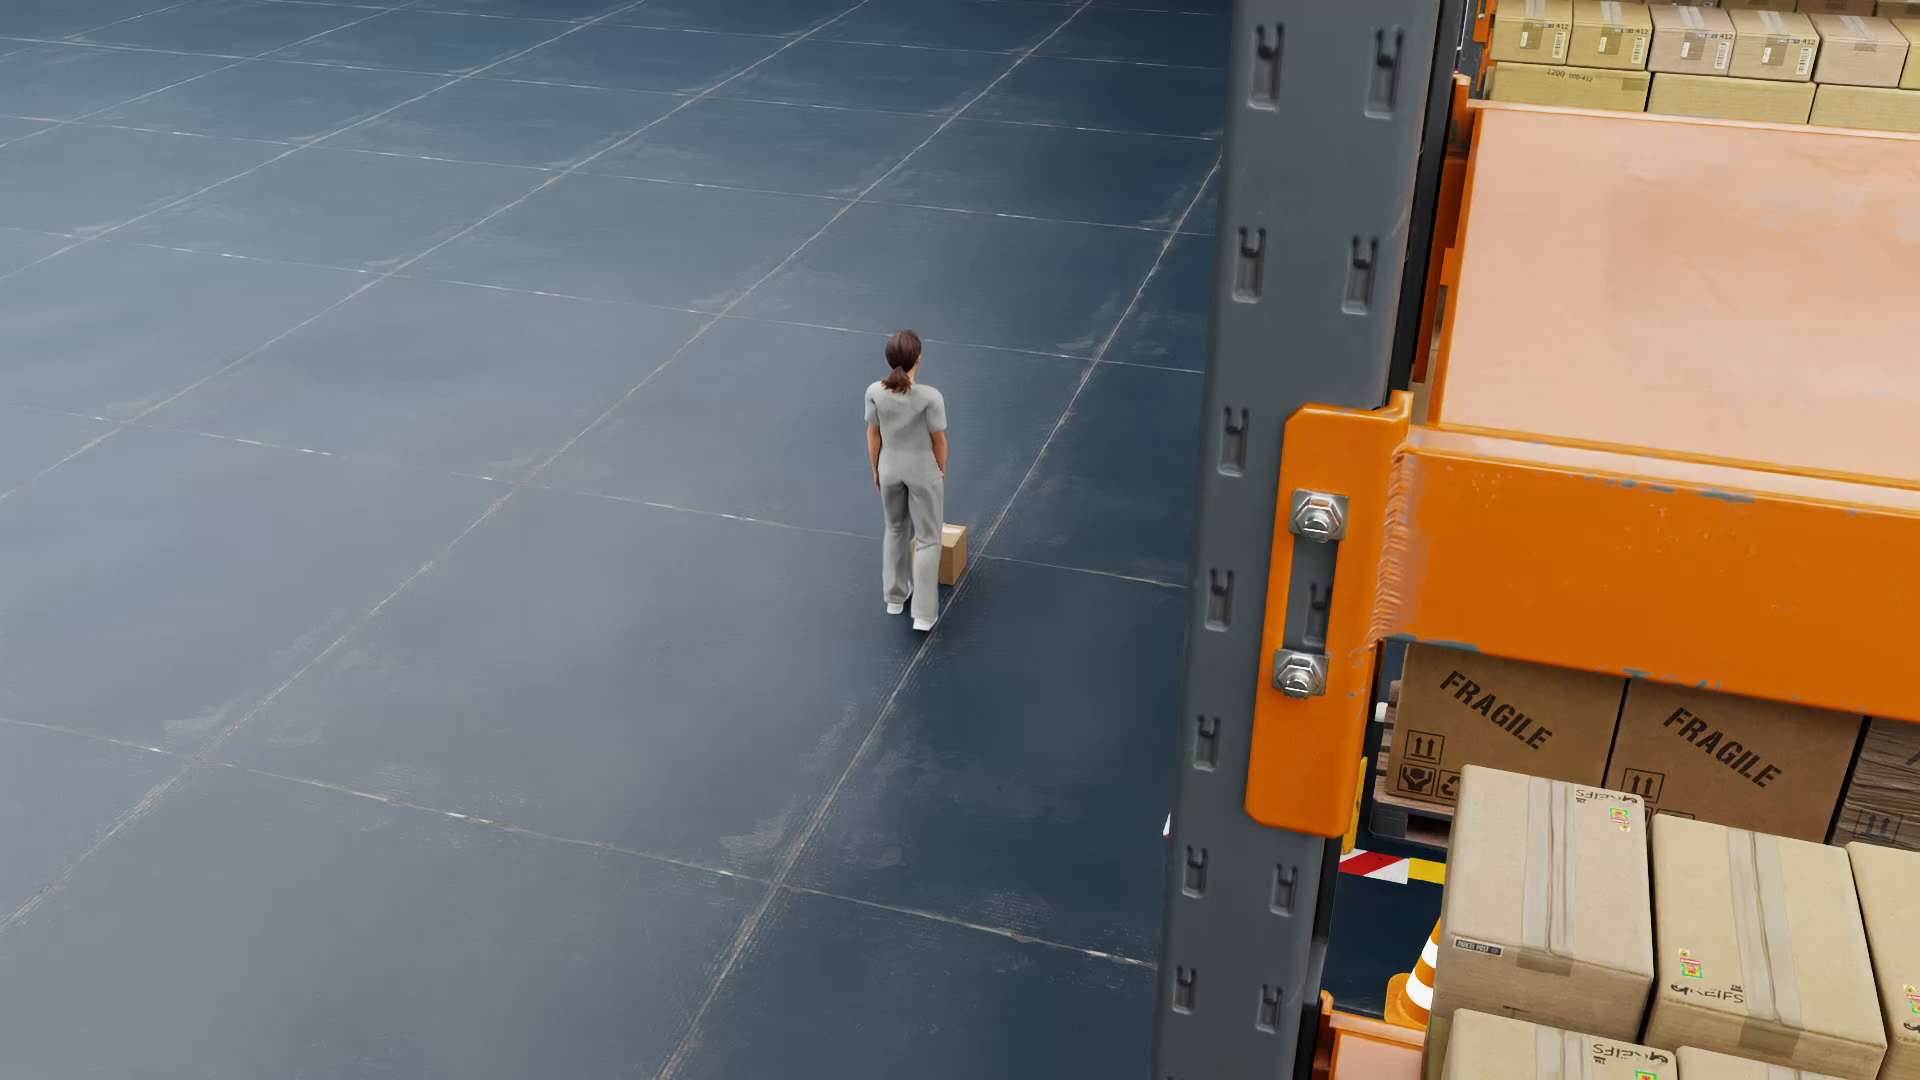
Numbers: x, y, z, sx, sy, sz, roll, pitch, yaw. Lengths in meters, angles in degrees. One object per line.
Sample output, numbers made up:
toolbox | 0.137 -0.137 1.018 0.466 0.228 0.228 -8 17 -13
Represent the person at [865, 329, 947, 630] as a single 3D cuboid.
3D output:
person | -0.268 -0.310 8.746 0.438 1.714 0.455 9 31 16
